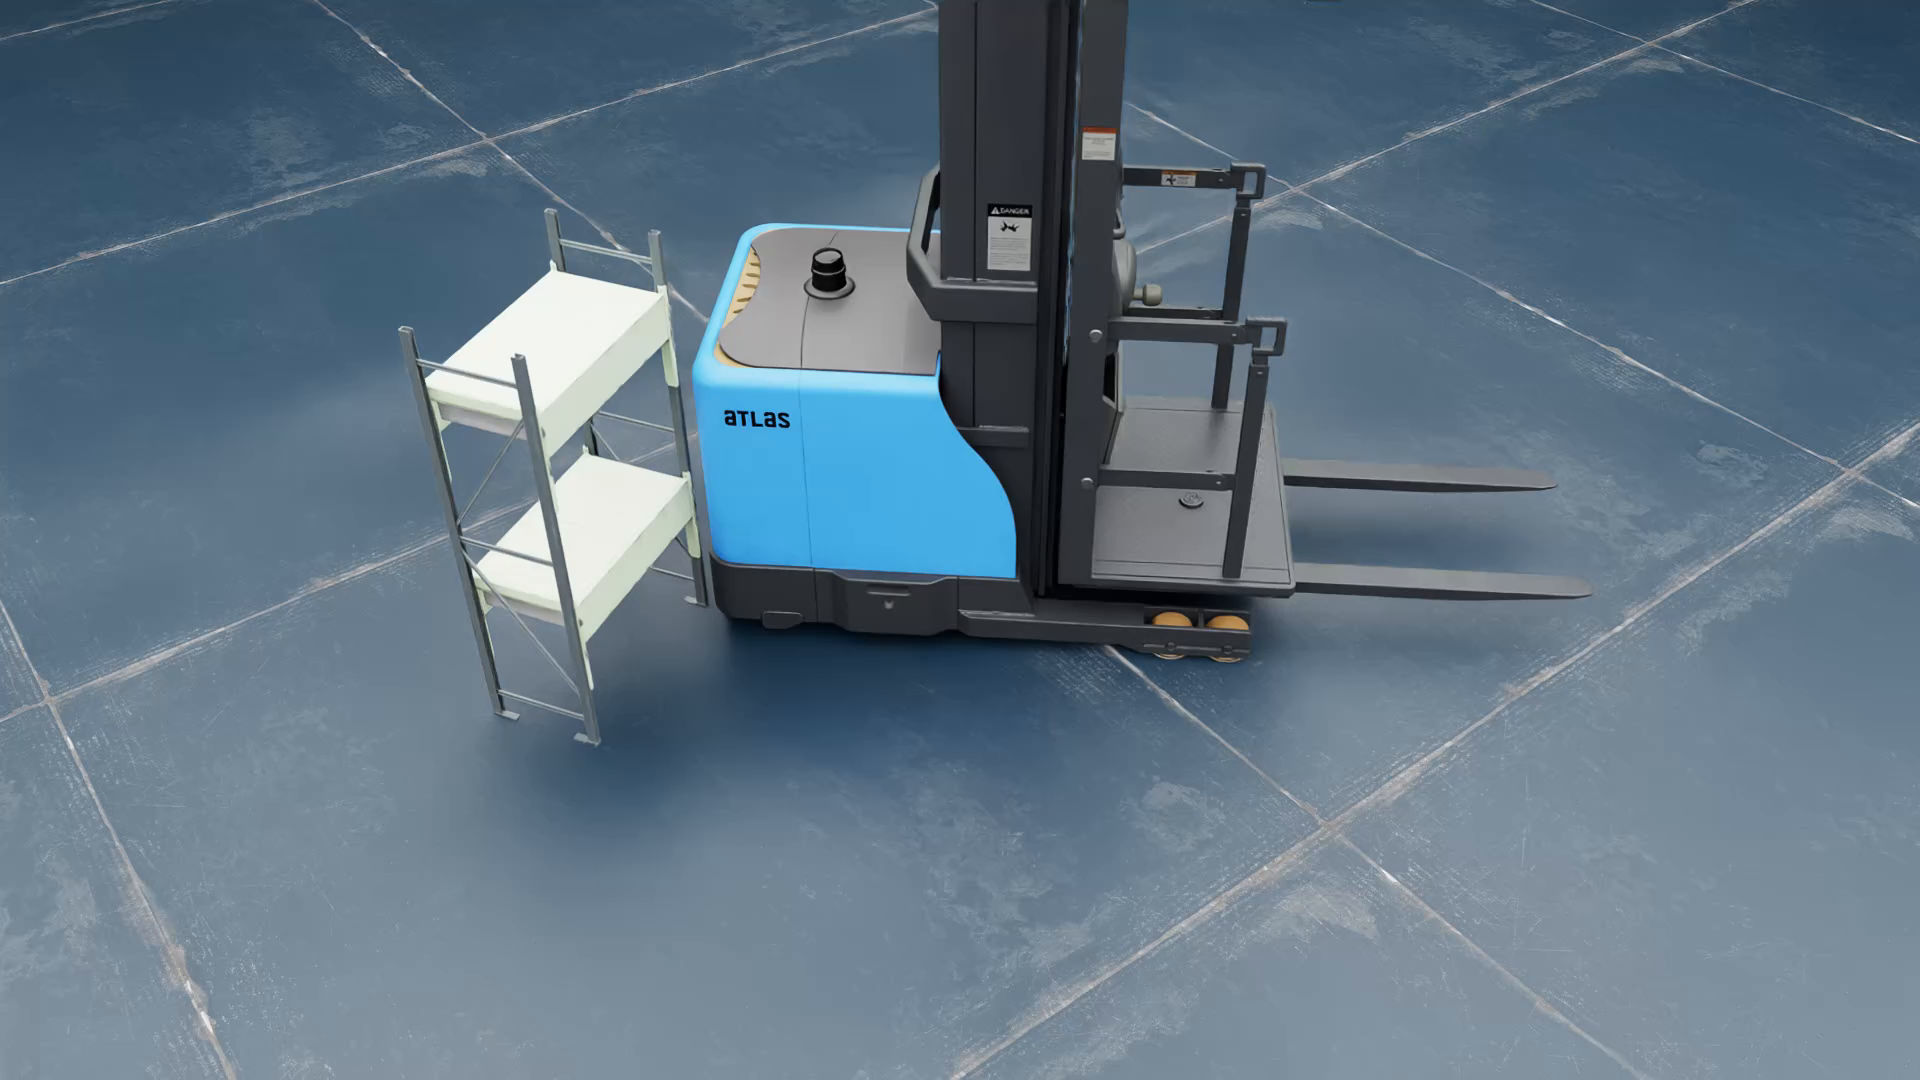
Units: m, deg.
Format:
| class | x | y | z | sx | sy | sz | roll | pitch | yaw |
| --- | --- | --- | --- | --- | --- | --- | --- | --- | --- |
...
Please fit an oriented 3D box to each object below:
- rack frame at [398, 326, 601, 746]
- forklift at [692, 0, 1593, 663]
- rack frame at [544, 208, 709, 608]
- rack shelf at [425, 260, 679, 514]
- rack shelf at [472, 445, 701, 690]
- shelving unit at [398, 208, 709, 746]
| class | x | y | z | sx | sy | sz | roll | pitch | yaw |
| --- | --- | --- | --- | --- | --- | --- | --- | --- | --- |
| rack frame | -1.364 | 0.039 | 5.019 | 0.400 | 1.500 | 0.023 | 14 | 41 | 17 |
| forklift | 0.679 | -1.064 | 5.235 | 3.031 | 2.935 | 1.130 | 3 | 39 | 4 |
| rack frame | -1.092 | -0.392 | 5.545 | 0.400 | 1.500 | 0.023 | 14 | 41 | 17 |
| rack shelf | -1.228 | -0.478 | 5.035 | 0.431 | 0.370 | 0.720 | 14 | 41 | 17 |
| rack shelf | -1.228 | 0.076 | 5.489 | 0.431 | 0.370 | 0.720 | 14 | 41 | 17 |
| shelving unit | -1.228 | -0.176 | 5.282 | 0.431 | 1.500 | 0.755 | 14 | 41 | 17 |
